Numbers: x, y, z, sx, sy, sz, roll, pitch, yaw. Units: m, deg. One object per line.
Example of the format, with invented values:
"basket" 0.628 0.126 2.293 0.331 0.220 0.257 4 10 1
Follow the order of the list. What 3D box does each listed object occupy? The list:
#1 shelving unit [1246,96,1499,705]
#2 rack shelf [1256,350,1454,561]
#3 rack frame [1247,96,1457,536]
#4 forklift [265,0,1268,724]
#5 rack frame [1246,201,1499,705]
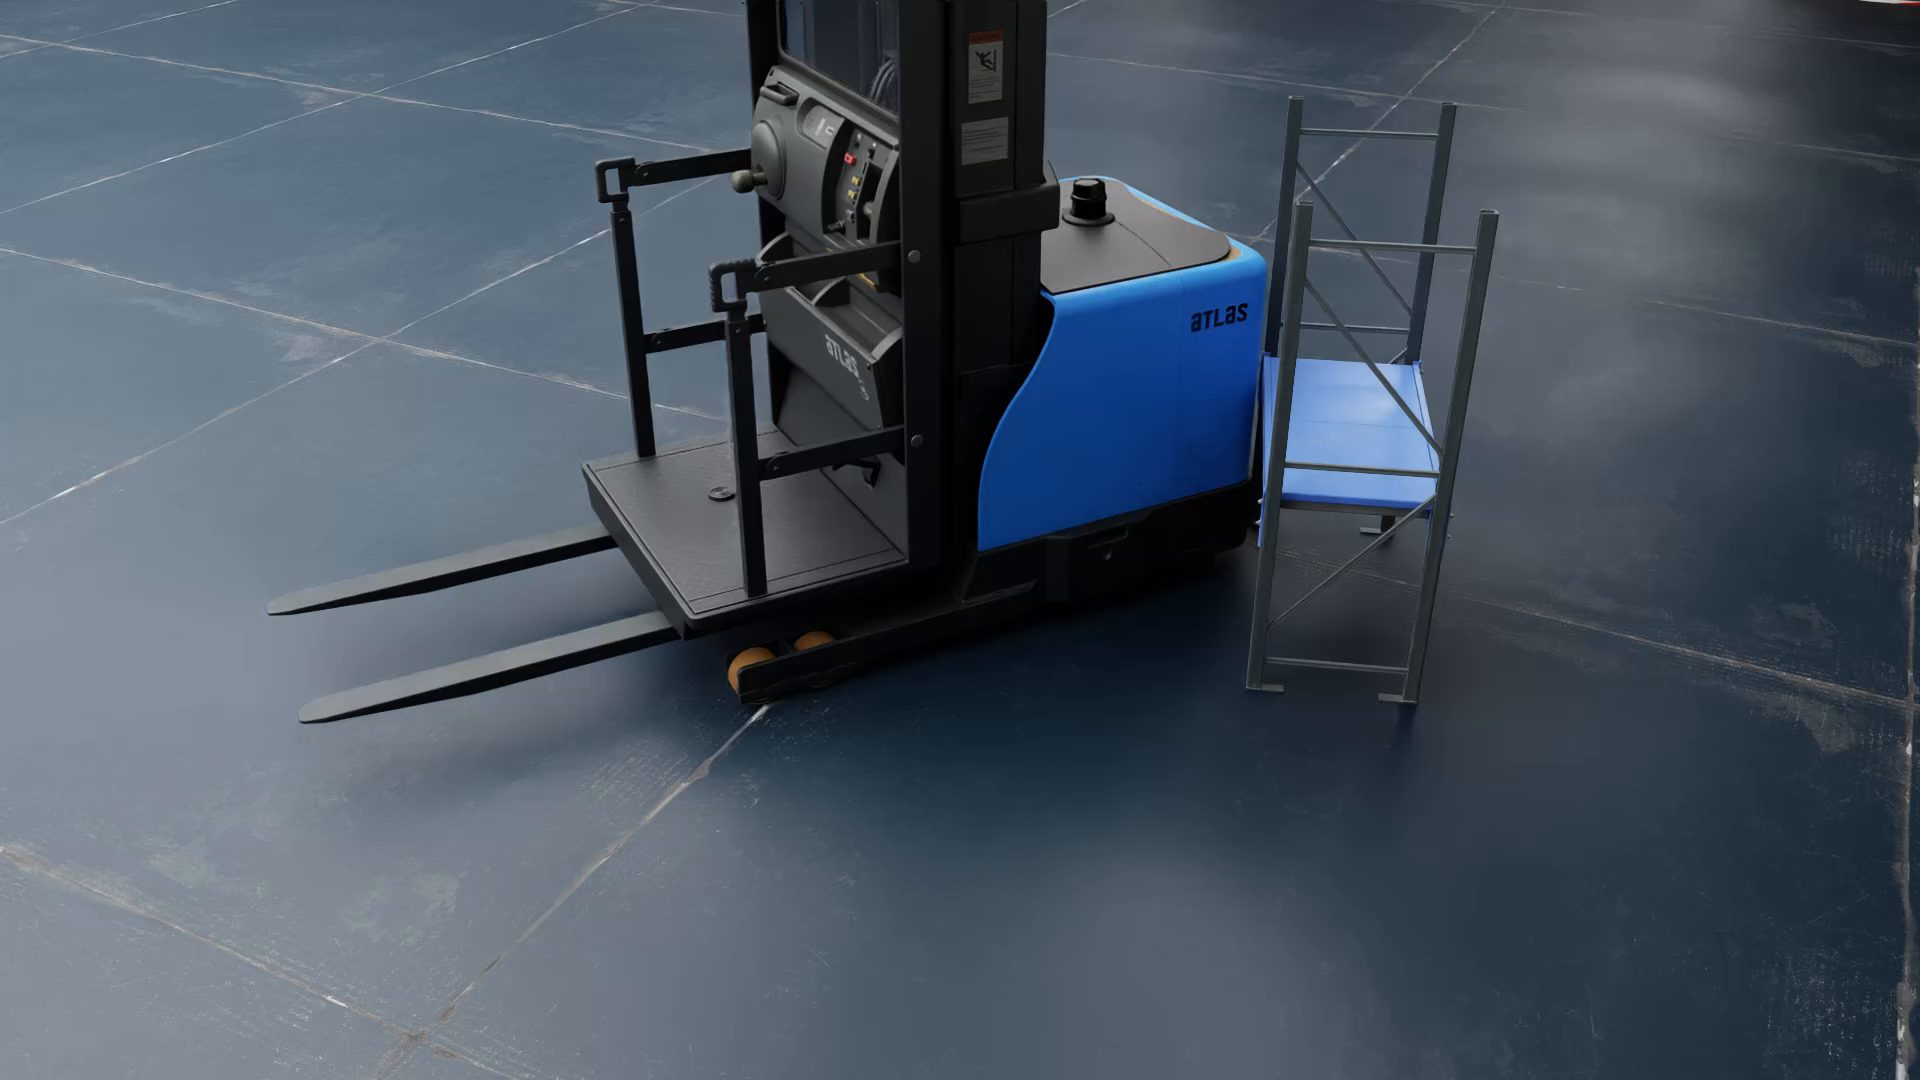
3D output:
"shelving unit" 1.181 -0.441 5.011 0.538 1.500 1.048 4 30 8
"rack shelf" 1.181 -0.285 5.101 0.538 0.185 1.000 4 30 8
"rack frame" 1.258 -0.691 5.447 0.500 1.500 0.032 4 30 8
"forklift" -0.579 -1.086 4.697 3.031 2.935 1.130 -15 33 -24
"rack frame" 1.103 -0.190 4.576 0.500 1.500 0.032 4 30 8
